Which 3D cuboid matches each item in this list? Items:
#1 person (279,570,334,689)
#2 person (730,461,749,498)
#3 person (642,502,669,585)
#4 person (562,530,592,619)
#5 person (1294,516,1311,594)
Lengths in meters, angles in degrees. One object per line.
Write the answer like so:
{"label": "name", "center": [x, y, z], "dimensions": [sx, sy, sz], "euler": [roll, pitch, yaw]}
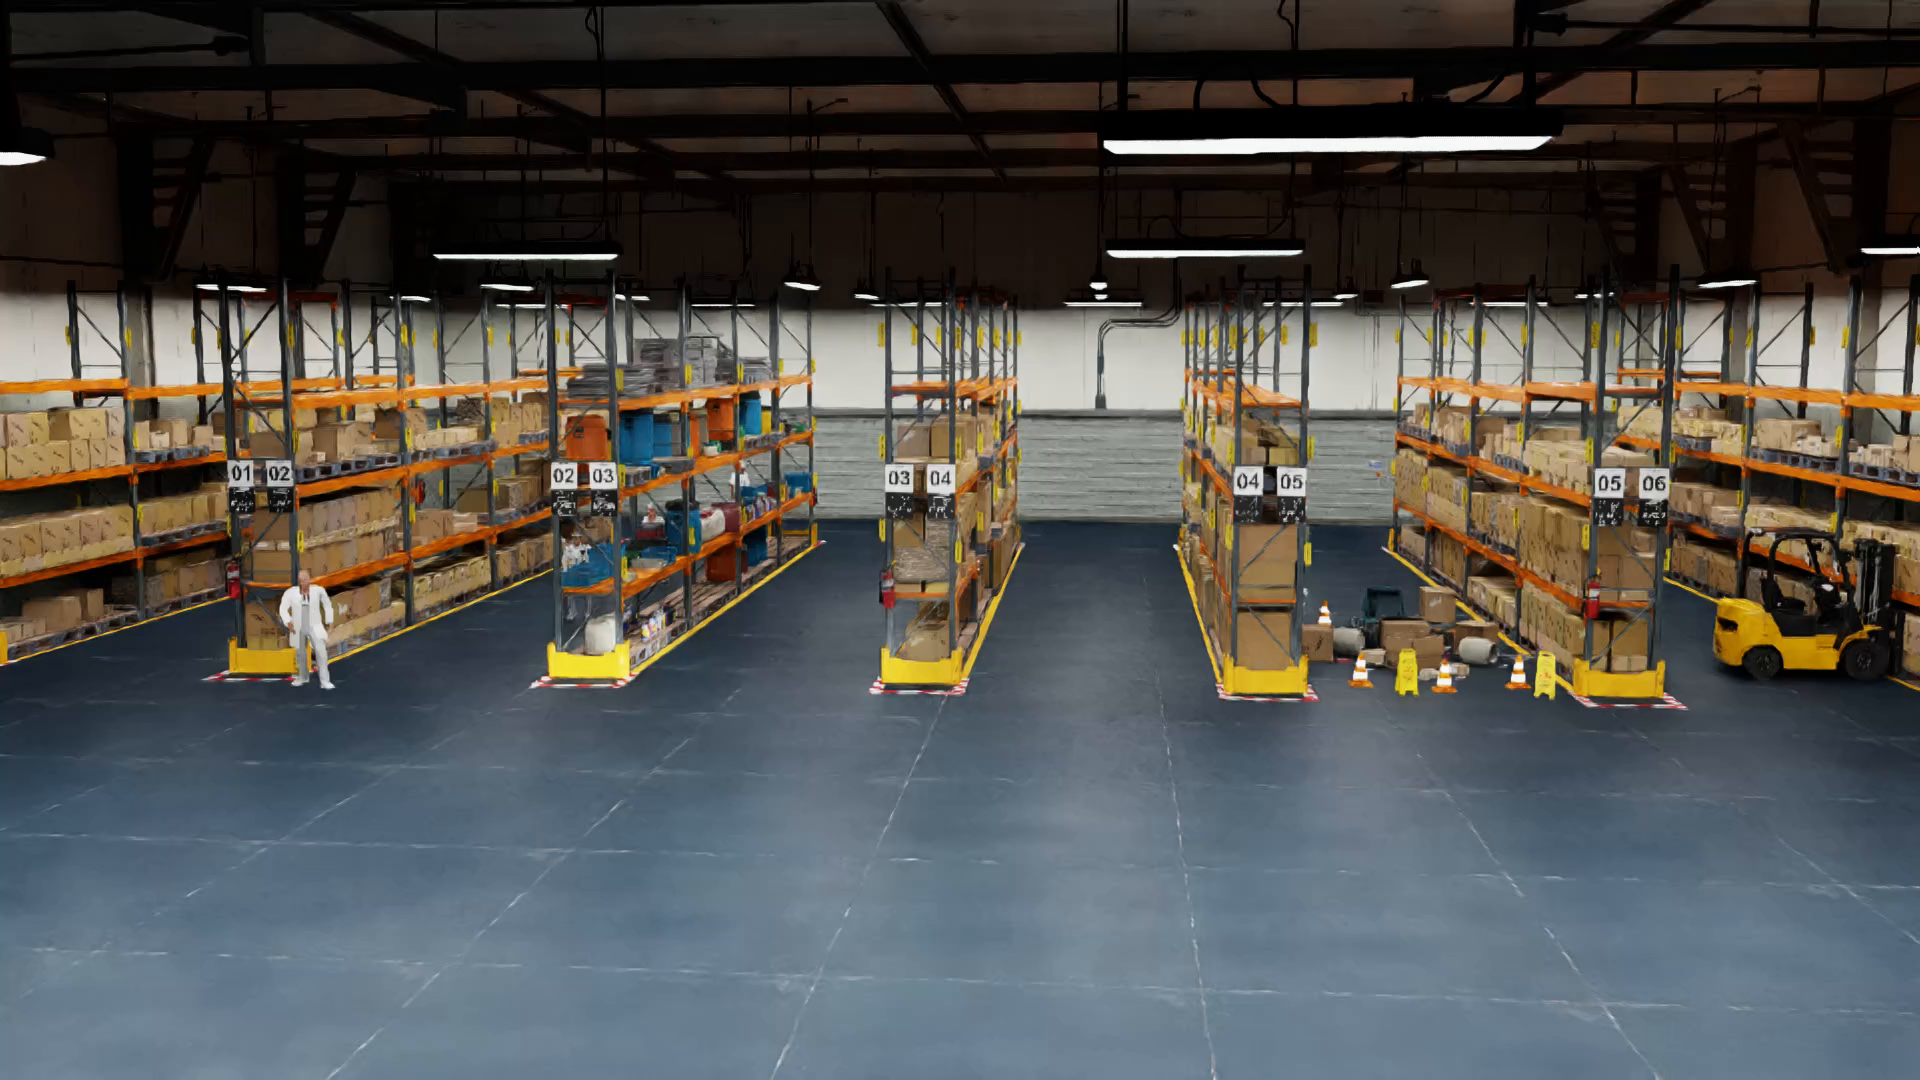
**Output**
{"label": "person", "center": [-9.310, 1.263, 23.750], "dimensions": [0.733, 1.716, 0.873], "euler": [-2, 7, -14]}
{"label": "person", "center": [-5.922, -1.215, 44.039], "dimensions": [0.741, 1.759, 0.509], "euler": [-6, 9, -39]}
{"label": "person", "center": [-6.132, 0.103, 33.210], "dimensions": [0.531, 1.728, 1.037], "euler": [2, 7, 14]}
{"label": "person", "center": [-6.775, 0.613, 29.586], "dimensions": [0.639, 1.632, 0.506], "euler": [0, 7, 3]}
{"label": "person", "center": [6.714, 0.236, 32.652], "dimensions": [0.399, 1.602, 0.469], "euler": [-3, 8, -26]}
